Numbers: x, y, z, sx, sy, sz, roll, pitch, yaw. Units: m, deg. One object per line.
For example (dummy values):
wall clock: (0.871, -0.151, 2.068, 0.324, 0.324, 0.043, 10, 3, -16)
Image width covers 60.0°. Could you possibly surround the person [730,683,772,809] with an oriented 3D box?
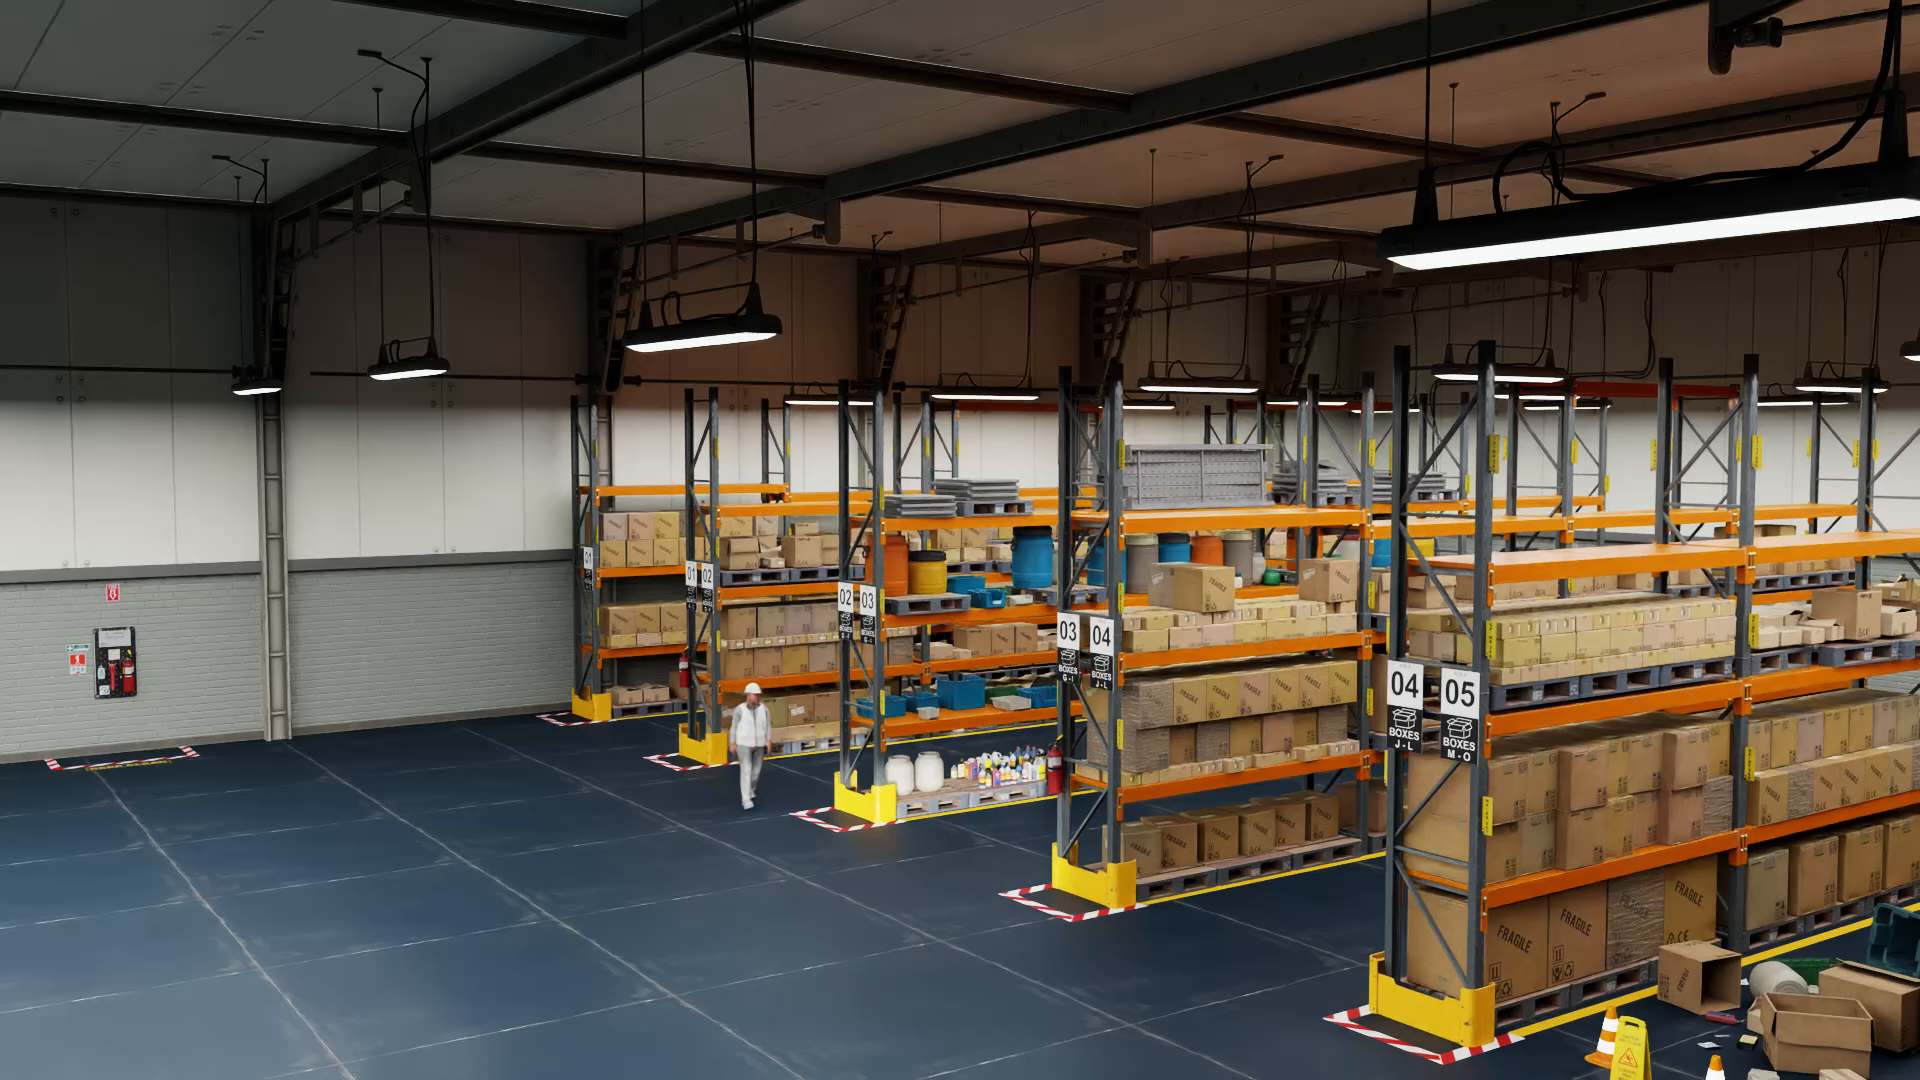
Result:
person: (-2.965, 2.891, 23.567, 0.604, 1.729, 1.000, -2, 4, -33)
